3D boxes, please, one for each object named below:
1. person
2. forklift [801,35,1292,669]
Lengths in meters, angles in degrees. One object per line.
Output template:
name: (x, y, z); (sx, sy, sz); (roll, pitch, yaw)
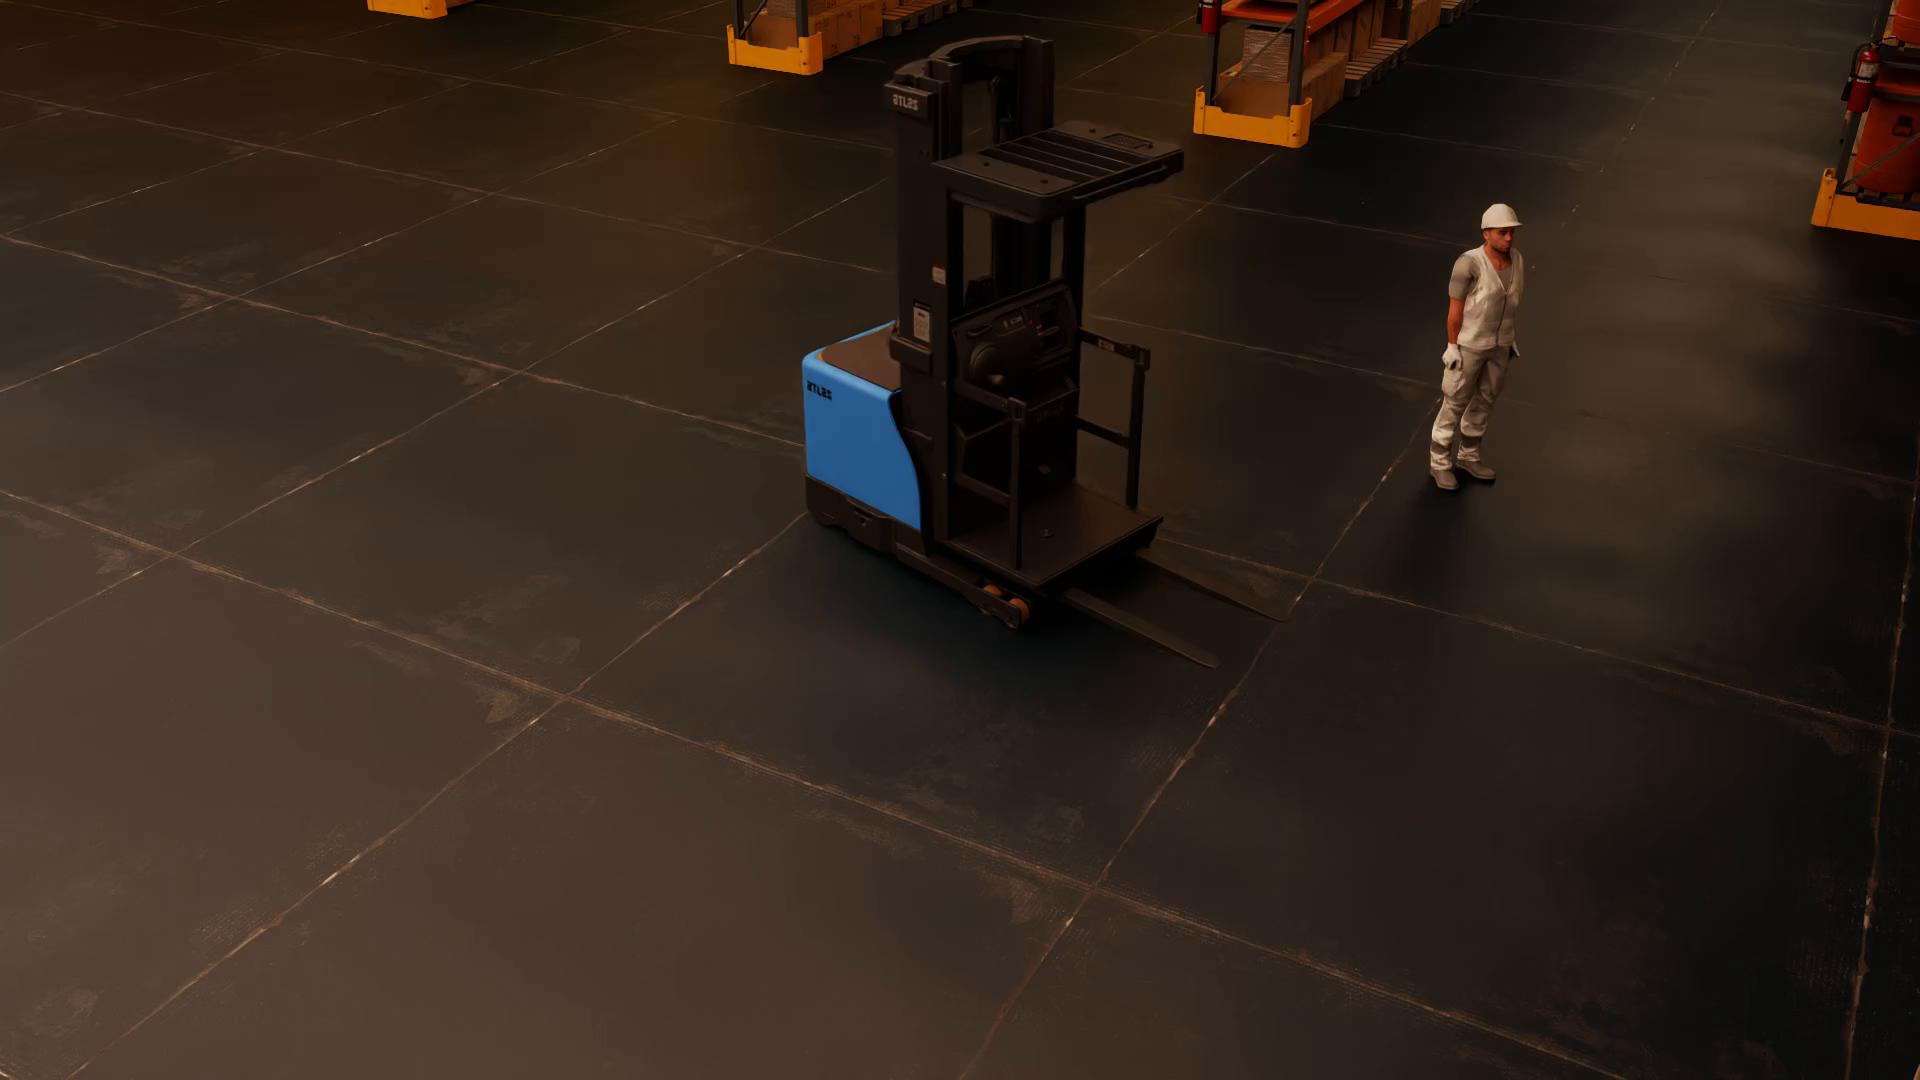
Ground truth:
person: (3.239, -1.194, 10.282); (0.534, 1.795, 0.371); (-13, 32, -21)
forklift: (0.455, -1.074, 8.932); (3.031, 2.935, 1.130); (26, 39, 37)
